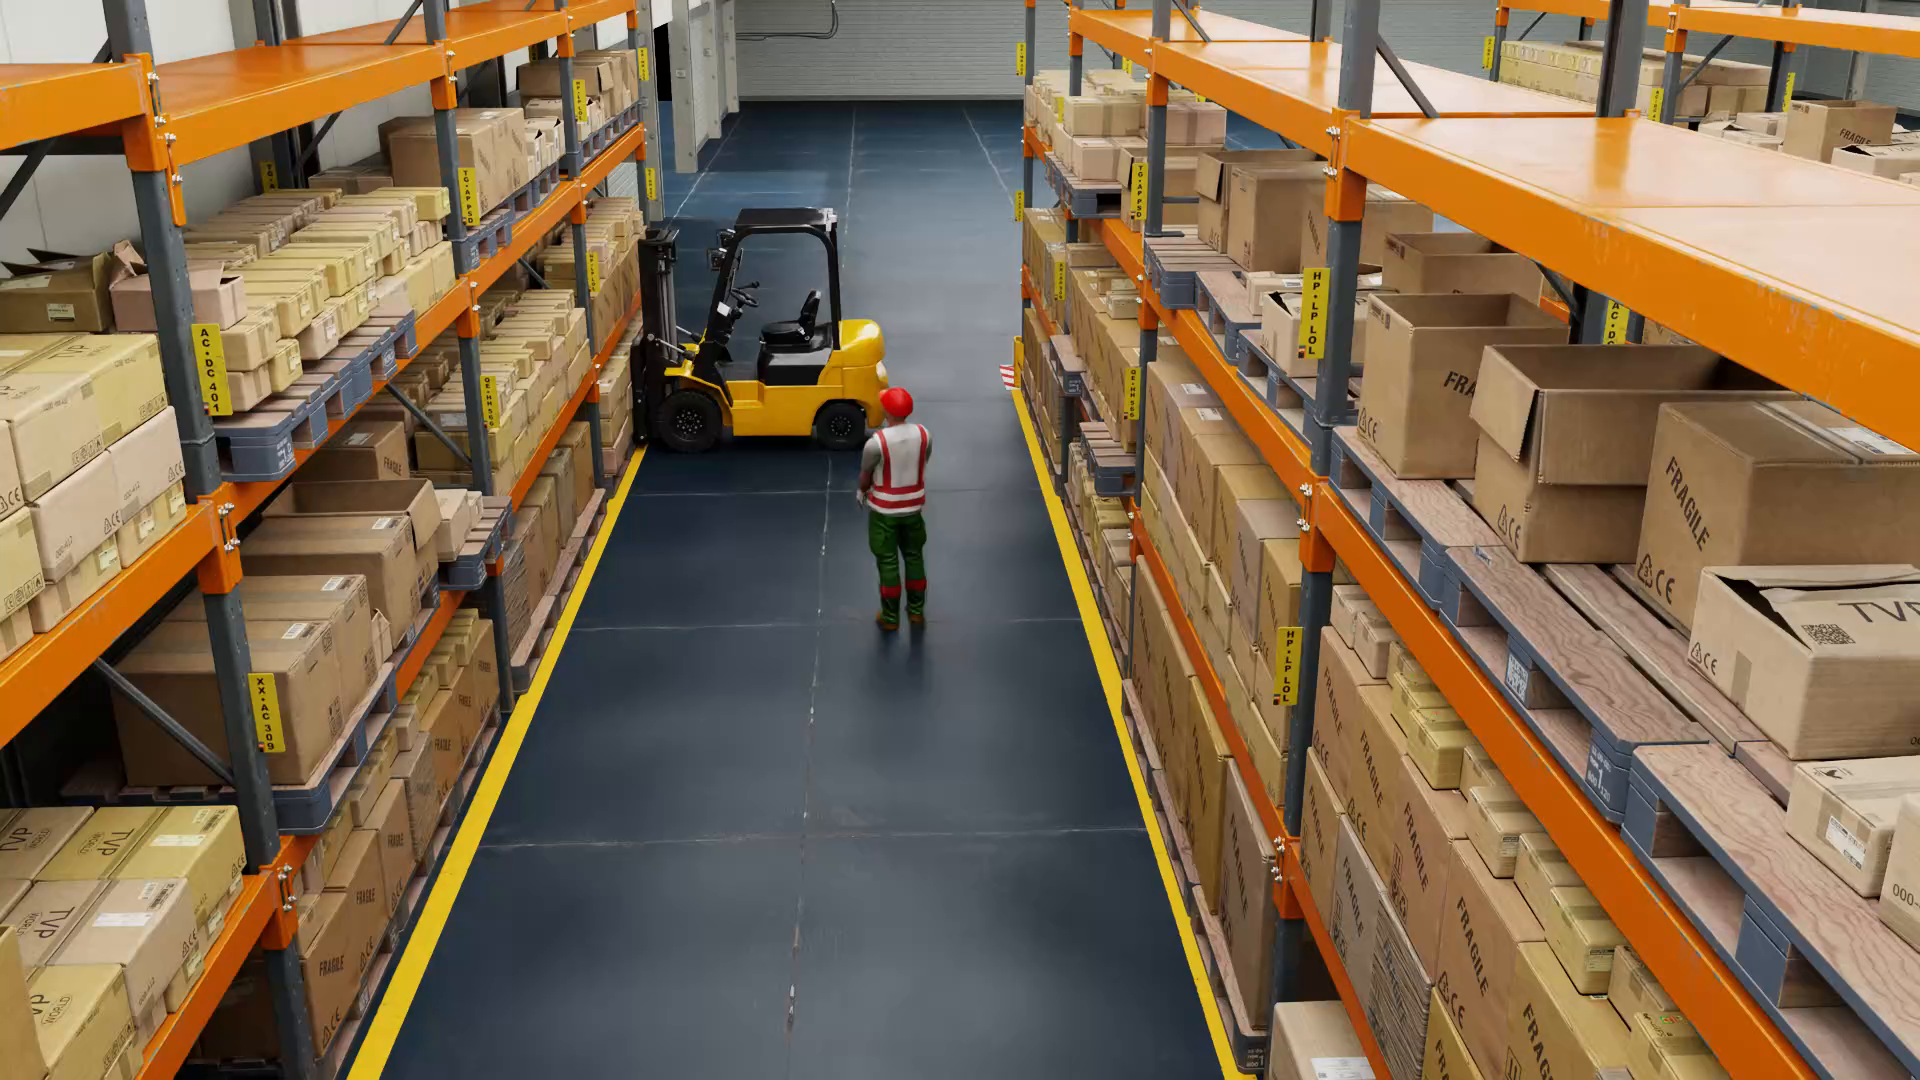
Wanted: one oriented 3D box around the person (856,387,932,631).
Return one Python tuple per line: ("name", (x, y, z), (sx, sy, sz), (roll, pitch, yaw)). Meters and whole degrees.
("person", (-0.467, -0.245, 11.698), (0.556, 1.794, 0.528), (-10, 23, -26))
